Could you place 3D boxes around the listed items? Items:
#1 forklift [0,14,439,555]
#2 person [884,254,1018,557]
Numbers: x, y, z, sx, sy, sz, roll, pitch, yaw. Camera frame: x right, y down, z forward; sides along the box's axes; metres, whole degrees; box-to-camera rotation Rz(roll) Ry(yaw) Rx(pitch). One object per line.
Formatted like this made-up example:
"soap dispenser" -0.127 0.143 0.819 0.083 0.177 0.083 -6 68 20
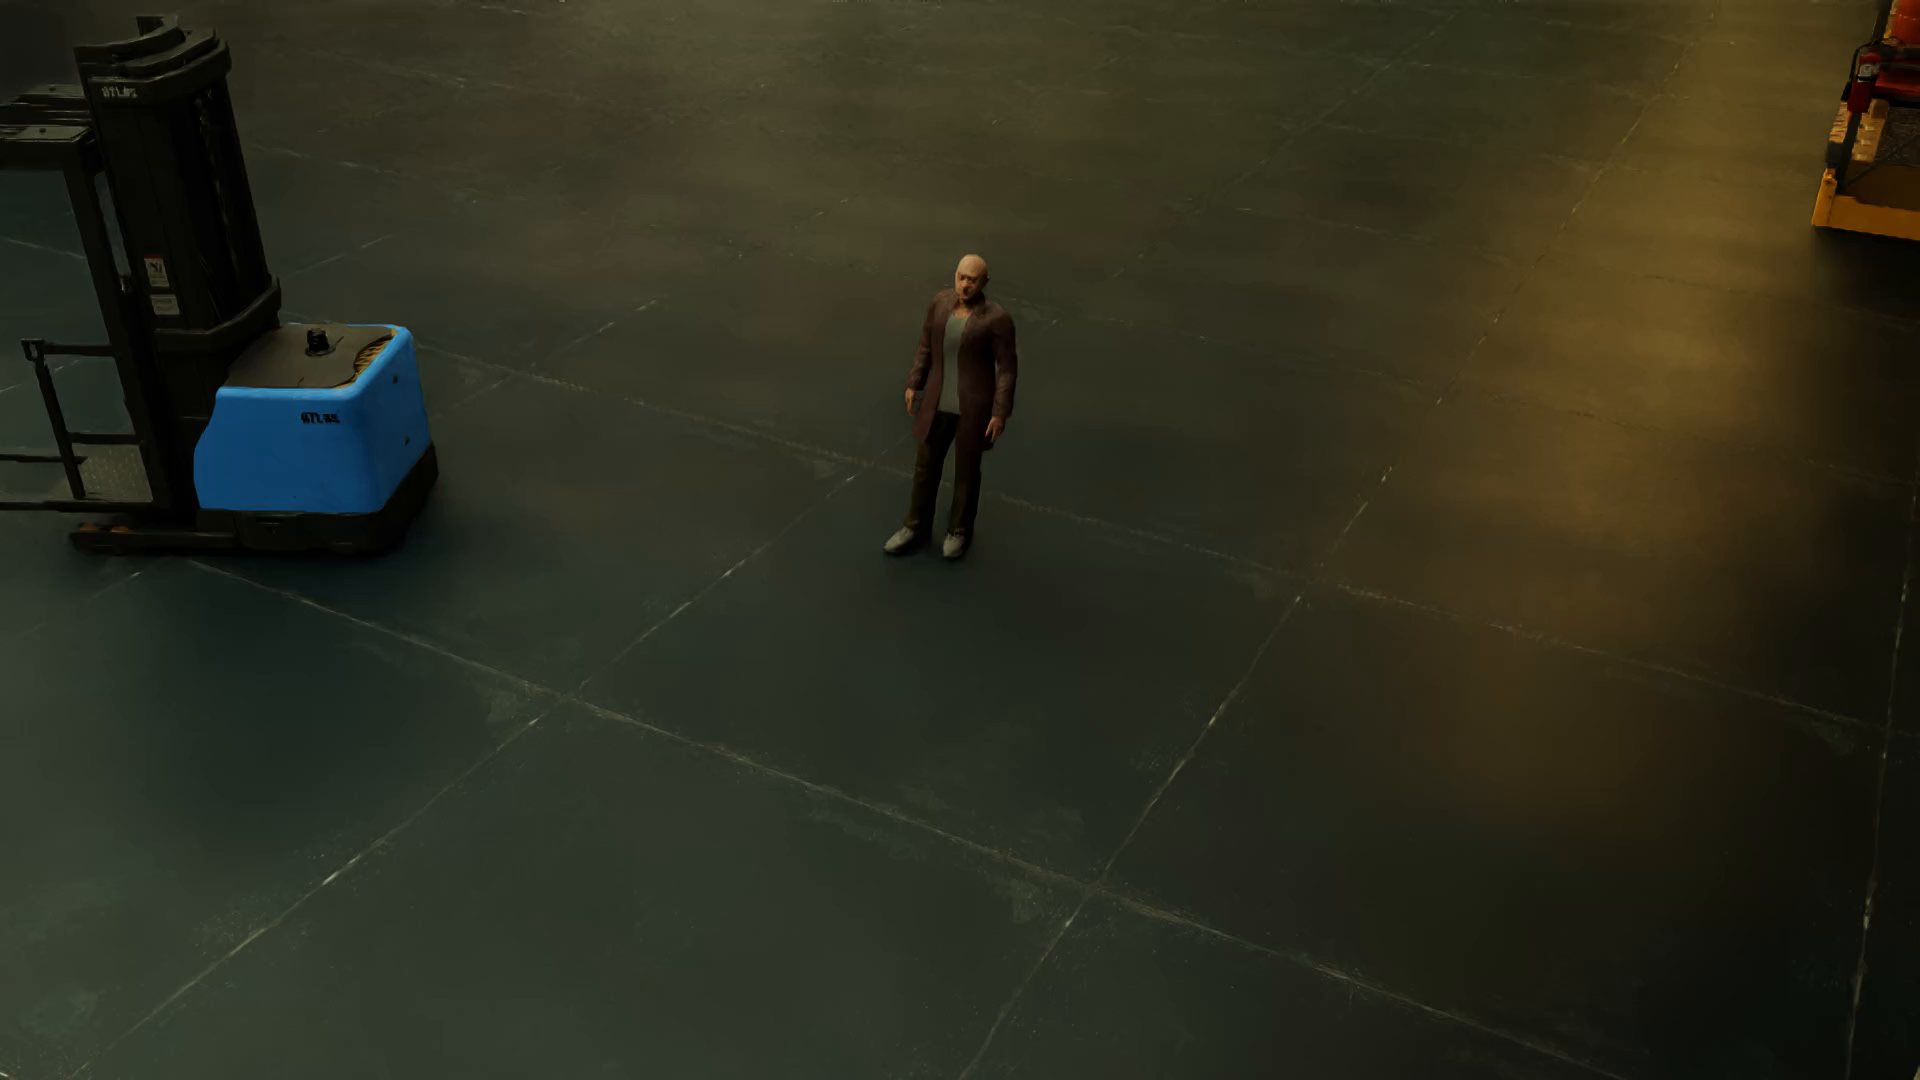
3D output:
"forklift" -4.852 -1.450 9.582 3.031 2.935 1.130 2 30 3
"person" -0.048 -0.737 9.488 0.694 1.776 0.580 15 33 25
